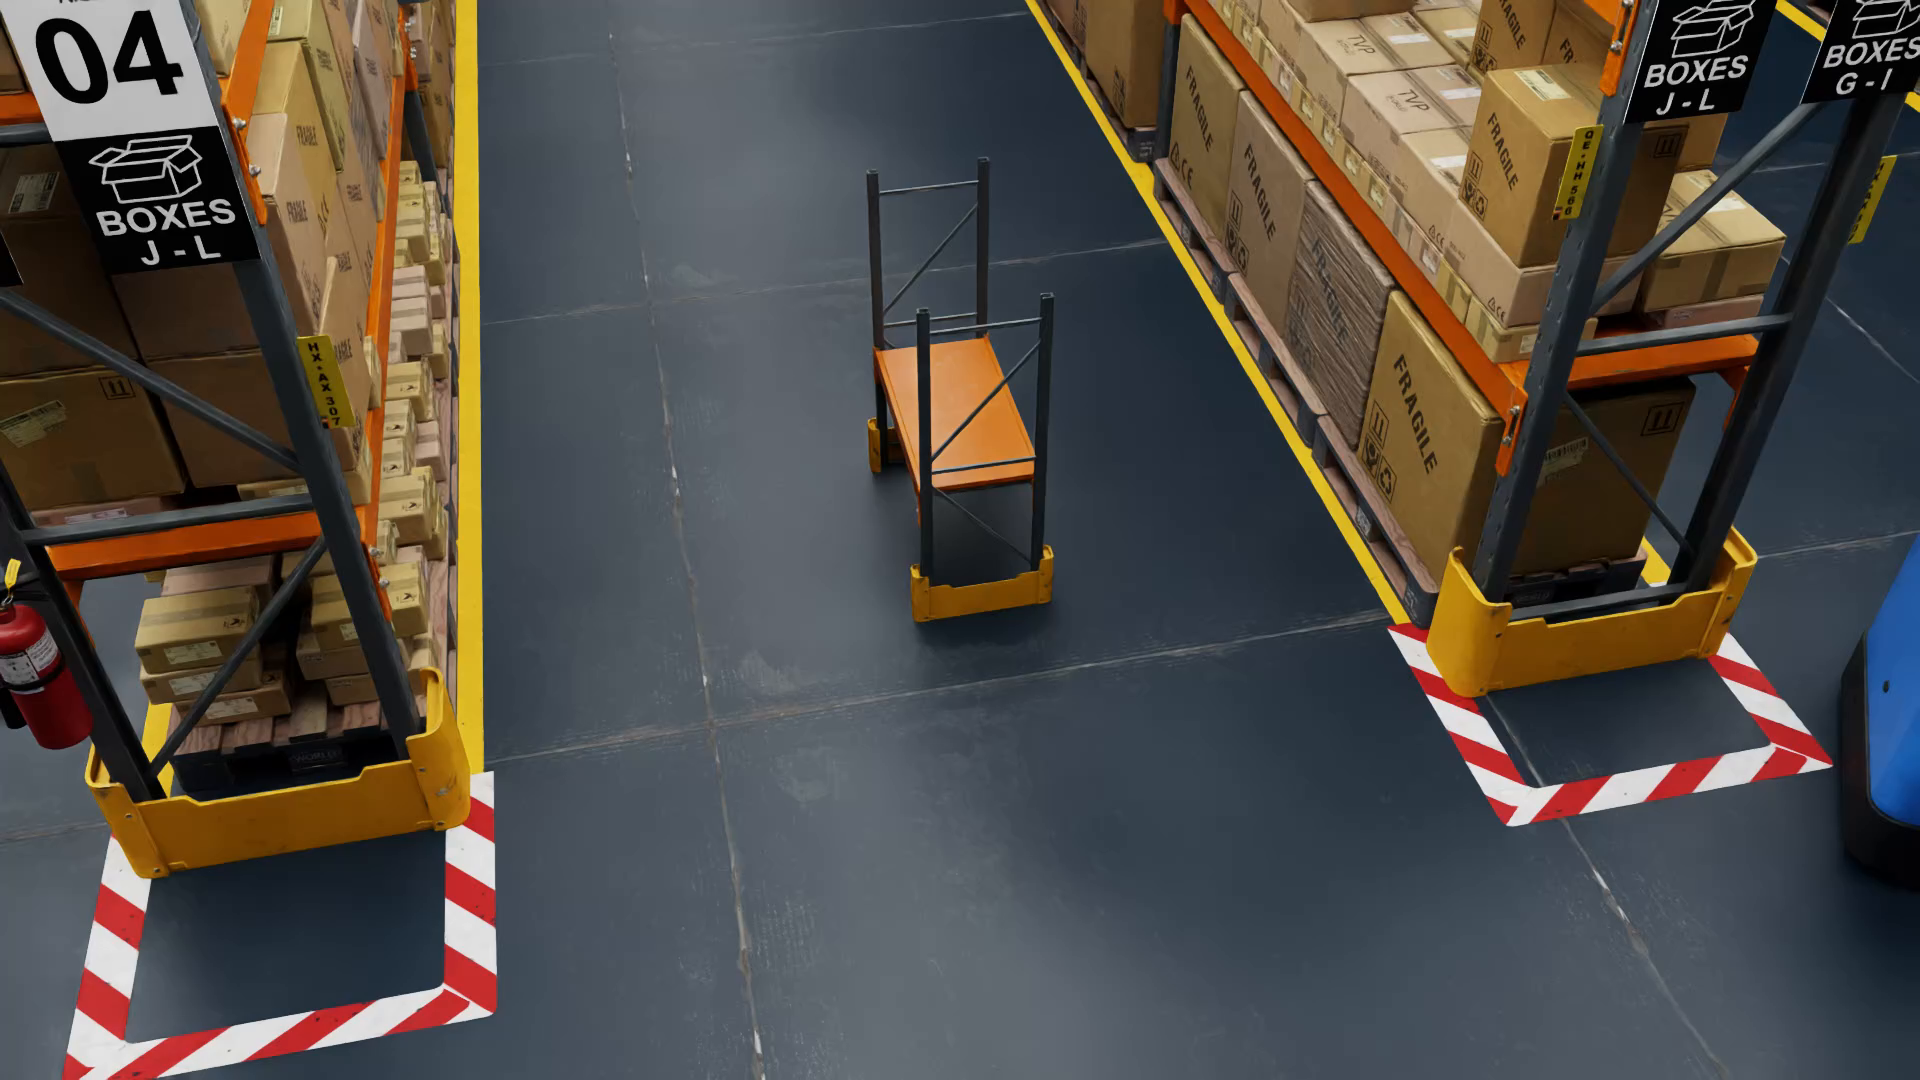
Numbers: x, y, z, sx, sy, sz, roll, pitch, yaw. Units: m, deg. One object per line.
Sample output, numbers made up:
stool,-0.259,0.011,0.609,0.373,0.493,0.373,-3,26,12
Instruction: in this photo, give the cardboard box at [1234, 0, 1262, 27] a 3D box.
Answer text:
cardboard box,1.567,-2.685,7.905,0.500,0.250,0.500,-9,42,-9

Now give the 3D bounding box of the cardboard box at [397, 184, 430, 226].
cardboard box,-2.821,-1.610,8.188,0.380,0.149,0.250,-8,42,-9

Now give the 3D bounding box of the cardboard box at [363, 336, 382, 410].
cardboard box,-2.234,-0.562,5.812,0.380,0.149,0.250,-9,42,-11

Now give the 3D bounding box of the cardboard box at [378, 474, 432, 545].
cardboard box,-2.270,-0.102,6.489,0.380,0.149,0.250,-8,42,-9

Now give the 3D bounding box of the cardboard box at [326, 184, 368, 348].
cardboard box,-2.350,-0.880,5.682,0.500,0.500,0.500,-8,42,-9

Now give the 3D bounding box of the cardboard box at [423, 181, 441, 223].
cardboard box,-2.868,-1.694,8.506,0.380,0.149,0.250,-8,42,-8

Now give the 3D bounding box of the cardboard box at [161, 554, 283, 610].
cardboard box,-2.743,0.151,6.203,0.380,0.149,0.250,-8,42,-8

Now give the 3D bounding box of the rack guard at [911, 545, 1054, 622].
rack guard,0.091,0.180,6.859,0.587,0.250,0.087,-8,42,-9

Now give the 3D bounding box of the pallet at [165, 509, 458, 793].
pallet,-2.540,0.404,6.635,1.003,0.211,1.213,-8,42,-9

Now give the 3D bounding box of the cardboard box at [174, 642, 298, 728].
cardboard box,-2.700,0.540,6.213,0.380,0.149,0.250,-8,42,-9

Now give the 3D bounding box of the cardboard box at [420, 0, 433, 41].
cardboard box,-3.265,-3.015,9.388,0.500,0.250,0.500,-7,42,-8

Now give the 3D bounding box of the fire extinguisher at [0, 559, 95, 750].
fire extinguisher,-2.779,0.340,4.946,0.296,0.674,0.183,-8,42,-9

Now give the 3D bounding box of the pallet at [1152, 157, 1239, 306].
pallet,1.707,-1.749,9.061,1.003,0.211,1.213,-8,42,-9

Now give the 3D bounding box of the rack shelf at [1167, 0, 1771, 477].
rack shelf,2.050,-1.730,7.481,1.077,0.370,4.000,-8,42,-9

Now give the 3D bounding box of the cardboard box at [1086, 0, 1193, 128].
cardboard box,1.461,-3.070,9.733,1.225,0.875,0.875,-8,42,-9

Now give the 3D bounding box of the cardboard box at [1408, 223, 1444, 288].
cardboard box,1.973,-1.124,6.446,0.380,0.149,0.250,-8,42,-9

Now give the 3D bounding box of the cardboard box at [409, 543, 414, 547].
cardboard box,-2.380,0.148,6.655,0.380,0.149,0.250,-8,42,-9

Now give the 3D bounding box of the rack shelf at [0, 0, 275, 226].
rack shelf,-2.814,-2.207,5.759,1.077,0.370,4.000,-8,42,-9

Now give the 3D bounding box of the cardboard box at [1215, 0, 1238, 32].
cardboard box,1.472,-2.621,8.133,0.380,0.149,0.250,-7,42,-8

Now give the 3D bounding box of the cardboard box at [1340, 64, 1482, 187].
cardboard box,1.899,-1.693,6.786,0.500,0.250,0.500,-10,43,-11

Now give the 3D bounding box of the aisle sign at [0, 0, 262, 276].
aisle sign,-2.074,-1.025,4.187,0.394,0.787,0.004,-8,42,-9

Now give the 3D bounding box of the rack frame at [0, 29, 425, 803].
rack frame,-2.383,-0.057,5.055,1.000,3.000,0.127,-8,42,-9

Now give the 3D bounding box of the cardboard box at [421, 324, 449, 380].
cardboard box,-2.605,-0.865,7.796,0.380,0.149,0.250,-8,42,-9

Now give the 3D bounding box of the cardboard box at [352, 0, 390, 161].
cardboard box,-2.649,-1.867,6.794,0.500,0.500,0.500,-9,42,-10

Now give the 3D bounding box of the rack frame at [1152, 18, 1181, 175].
rack frame,1.619,-3.295,8.703,1.000,3.000,0.127,-8,42,-9

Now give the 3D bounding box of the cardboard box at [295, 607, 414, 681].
cardboard box,-2.245,0.364,6.187,0.380,0.149,0.250,-7,42,-7

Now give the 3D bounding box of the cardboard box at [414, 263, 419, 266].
cardboard box,-2.764,-1.172,7.918,0.380,0.149,0.250,-8,42,-9

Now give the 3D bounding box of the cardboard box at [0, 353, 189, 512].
cardboard box,-2.731,-0.461,5.210,0.500,0.500,0.500,-8,42,-8

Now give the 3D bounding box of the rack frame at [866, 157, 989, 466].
rack frame,-0.128,-0.946,7.186,0.500,1.500,0.032,-8,42,-9

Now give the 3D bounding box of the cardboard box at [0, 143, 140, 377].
cardboard box,-2.724,-0.841,4.885,0.500,0.500,0.500,-9,42,-10

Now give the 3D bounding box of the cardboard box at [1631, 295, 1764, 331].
cardboard box,2.728,-0.886,6.178,0.380,0.149,0.250,-8,42,-9

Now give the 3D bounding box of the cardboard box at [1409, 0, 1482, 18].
cardboard box,2.195,-2.436,7.624,0.500,0.250,0.500,-8,42,-8

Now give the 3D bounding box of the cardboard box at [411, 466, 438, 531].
cardboard box,-2.338,-0.149,6.766,0.380,0.149,0.250,-7,42,-8

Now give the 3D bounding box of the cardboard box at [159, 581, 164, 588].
cardboard box,-2.889,0.103,6.482,0.380,0.149,0.250,-10,43,-11

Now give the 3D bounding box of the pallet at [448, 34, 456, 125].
pallet,-3.682,-2.904,10.363,1.003,0.211,1.213,-8,42,-9

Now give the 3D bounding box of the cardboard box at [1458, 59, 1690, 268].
cardboard box,2.120,-1.316,5.797,0.500,0.500,0.500,-8,42,-9

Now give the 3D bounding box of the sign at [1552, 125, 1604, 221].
sign,1.949,-1.156,5.242,0.100,0.325,0.005,-8,42,-9

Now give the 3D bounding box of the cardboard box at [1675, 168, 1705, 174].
cardboard box,2.524,-1.444,6.506,0.500,0.250,0.500,-9,42,-10

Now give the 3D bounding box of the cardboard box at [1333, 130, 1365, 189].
cardboard box,1.805,-1.622,7.007,0.380,0.149,0.250,-8,42,-9

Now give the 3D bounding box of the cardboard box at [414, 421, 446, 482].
cardboard box,-2.445,-0.359,7.226,0.380,0.149,0.250,-10,43,-11

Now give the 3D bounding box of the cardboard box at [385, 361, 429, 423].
cardboard box,-2.467,-0.609,7.060,0.380,0.149,0.250,-8,42,-9

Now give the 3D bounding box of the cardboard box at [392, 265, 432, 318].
cardboard box,-2.632,-1.108,7.622,0.380,0.149,0.250,-10,43,-11

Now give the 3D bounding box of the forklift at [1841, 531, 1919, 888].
forklift,4.719,0.126,4.900,3.031,2.935,1.130,15,44,16

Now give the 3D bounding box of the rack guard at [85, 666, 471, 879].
rack guard,-2.399,0.828,5.941,1.175,0.500,0.348,-8,42,-9

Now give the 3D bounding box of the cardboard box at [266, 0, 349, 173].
cardboard box,-2.426,-1.576,5.713,0.500,0.500,0.500,-9,42,-10

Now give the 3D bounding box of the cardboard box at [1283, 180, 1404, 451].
cardboard box,2.070,-1.058,7.467,0.875,0.875,0.875,-8,42,-9

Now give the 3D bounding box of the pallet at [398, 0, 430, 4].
pallet,-3.269,-3.095,8.621,1.003,0.211,1.213,-8,42,-9

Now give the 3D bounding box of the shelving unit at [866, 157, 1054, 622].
shelving unit,-0.016,-0.610,6.808,0.587,1.500,1.083,-8,42,-9

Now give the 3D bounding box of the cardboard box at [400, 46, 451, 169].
cardboard box,-3.147,-2.390,9.249,0.500,0.500,0.500,-7,42,-8

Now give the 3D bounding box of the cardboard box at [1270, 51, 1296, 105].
cardboard box,1.638,-2.122,7.570,0.380,0.149,0.250,-8,42,-9

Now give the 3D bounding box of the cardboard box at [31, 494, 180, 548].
cardboard box,-2.729,-0.134,5.331,0.380,0.149,0.250,-8,42,-9

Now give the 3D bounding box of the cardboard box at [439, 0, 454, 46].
cardboard box,-3.474,-3.399,10.386,0.500,0.500,0.500,-10,43,-11
